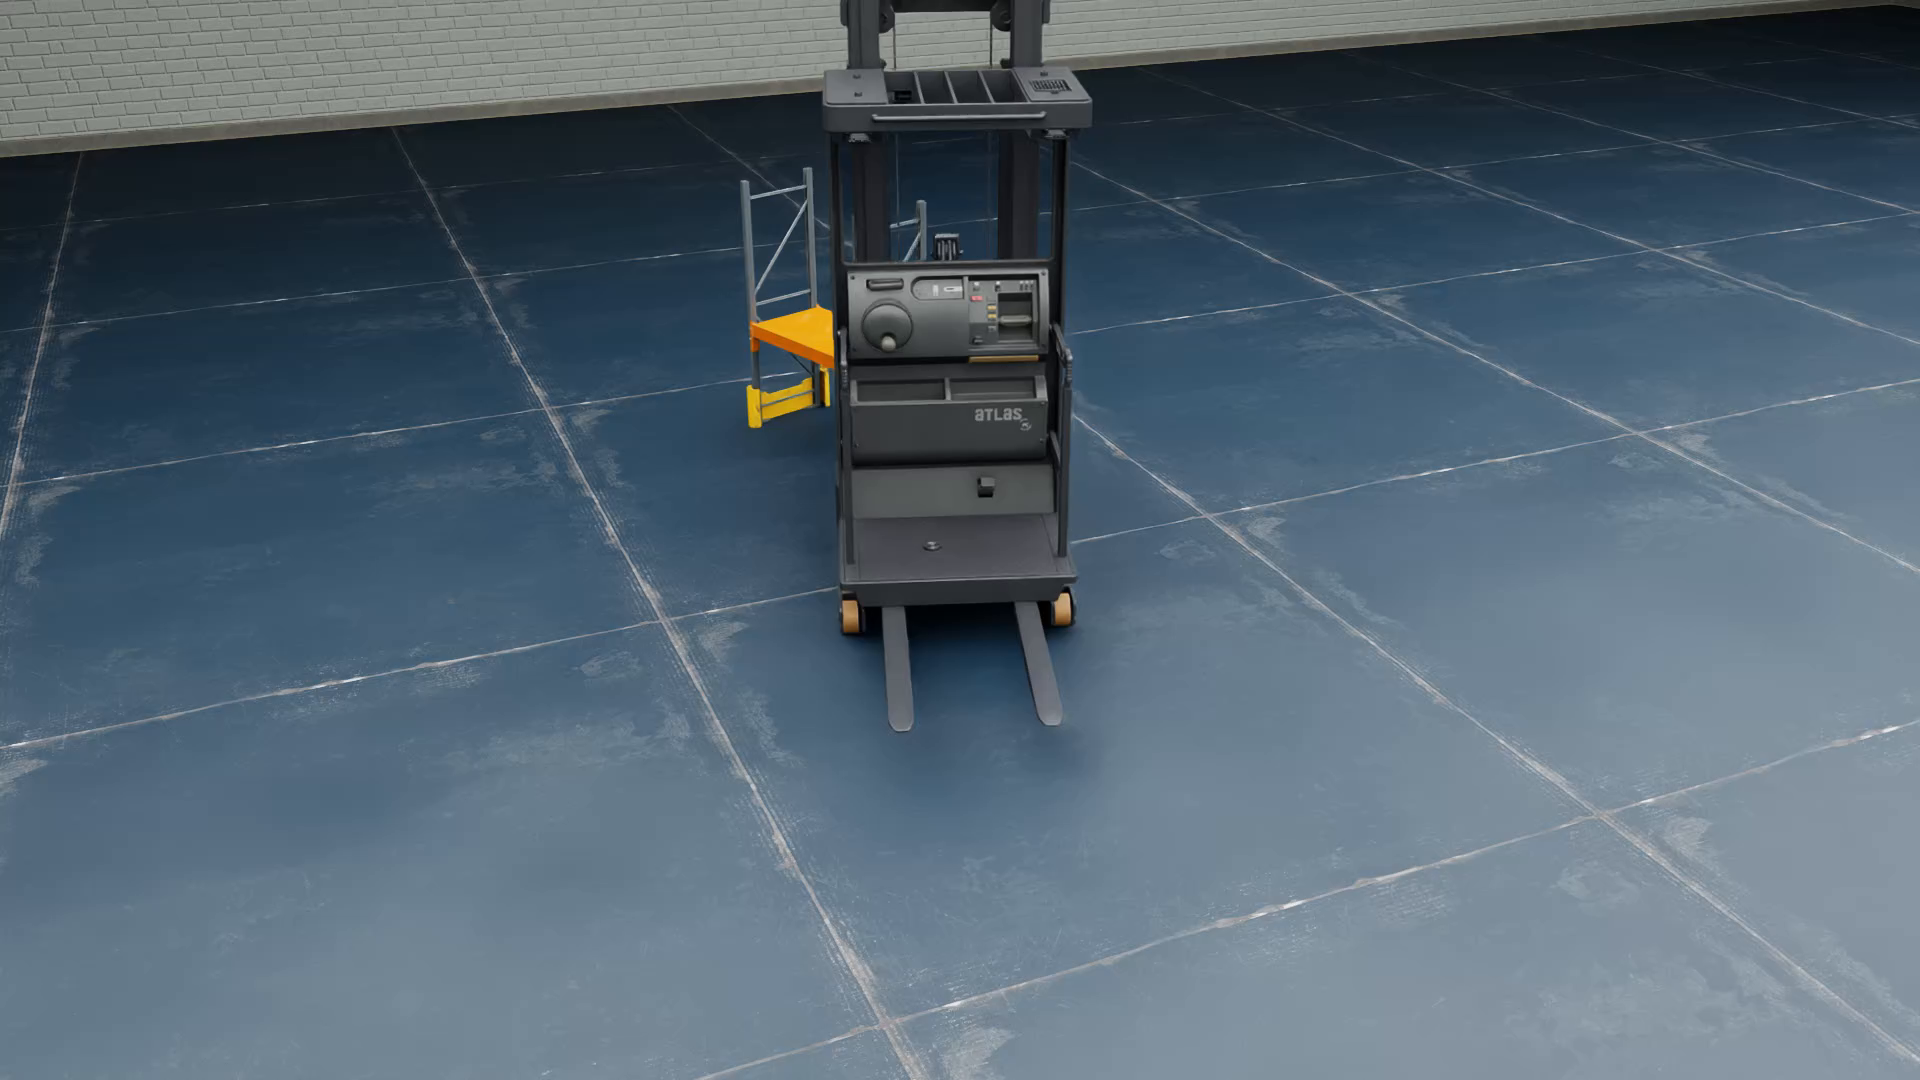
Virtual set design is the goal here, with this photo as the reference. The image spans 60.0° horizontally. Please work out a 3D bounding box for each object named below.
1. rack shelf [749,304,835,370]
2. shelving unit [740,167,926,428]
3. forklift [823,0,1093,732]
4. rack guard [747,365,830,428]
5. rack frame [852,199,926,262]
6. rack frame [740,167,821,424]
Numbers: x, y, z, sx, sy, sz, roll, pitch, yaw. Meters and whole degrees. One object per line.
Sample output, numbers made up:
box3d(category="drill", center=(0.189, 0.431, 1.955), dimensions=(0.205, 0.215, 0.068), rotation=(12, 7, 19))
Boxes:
box3d(category="rack shelf", center=(-0.727, -1.133, 9.771), dimensions=(0.538, 0.185, 1.000), rotation=(-22, 34, -37))
box3d(category="shelving unit", center=(-0.720, -1.291, 9.686), dimensions=(0.587, 1.500, 1.083), rotation=(-22, 34, -37))
box3d(category="forklift", center=(-0.034, -1.023, 7.504), dimensions=(1.130, 2.935, 3.031), rotation=(-2, 26, -4))
box3d(category="rack guard", center=(-1.058, -0.891, 10.289), dimensions=(0.587, 0.250, 0.087), rotation=(-22, 34, -37))
box3d(category="rack frame", center=(-0.382, -1.130, 9.356), dimensions=(0.500, 1.500, 0.032), rotation=(-22, 34, -37))
box3d(category="rack frame", center=(-1.071, -1.459, 10.028), dimensions=(0.500, 1.500, 0.032), rotation=(-22, 34, -37))
